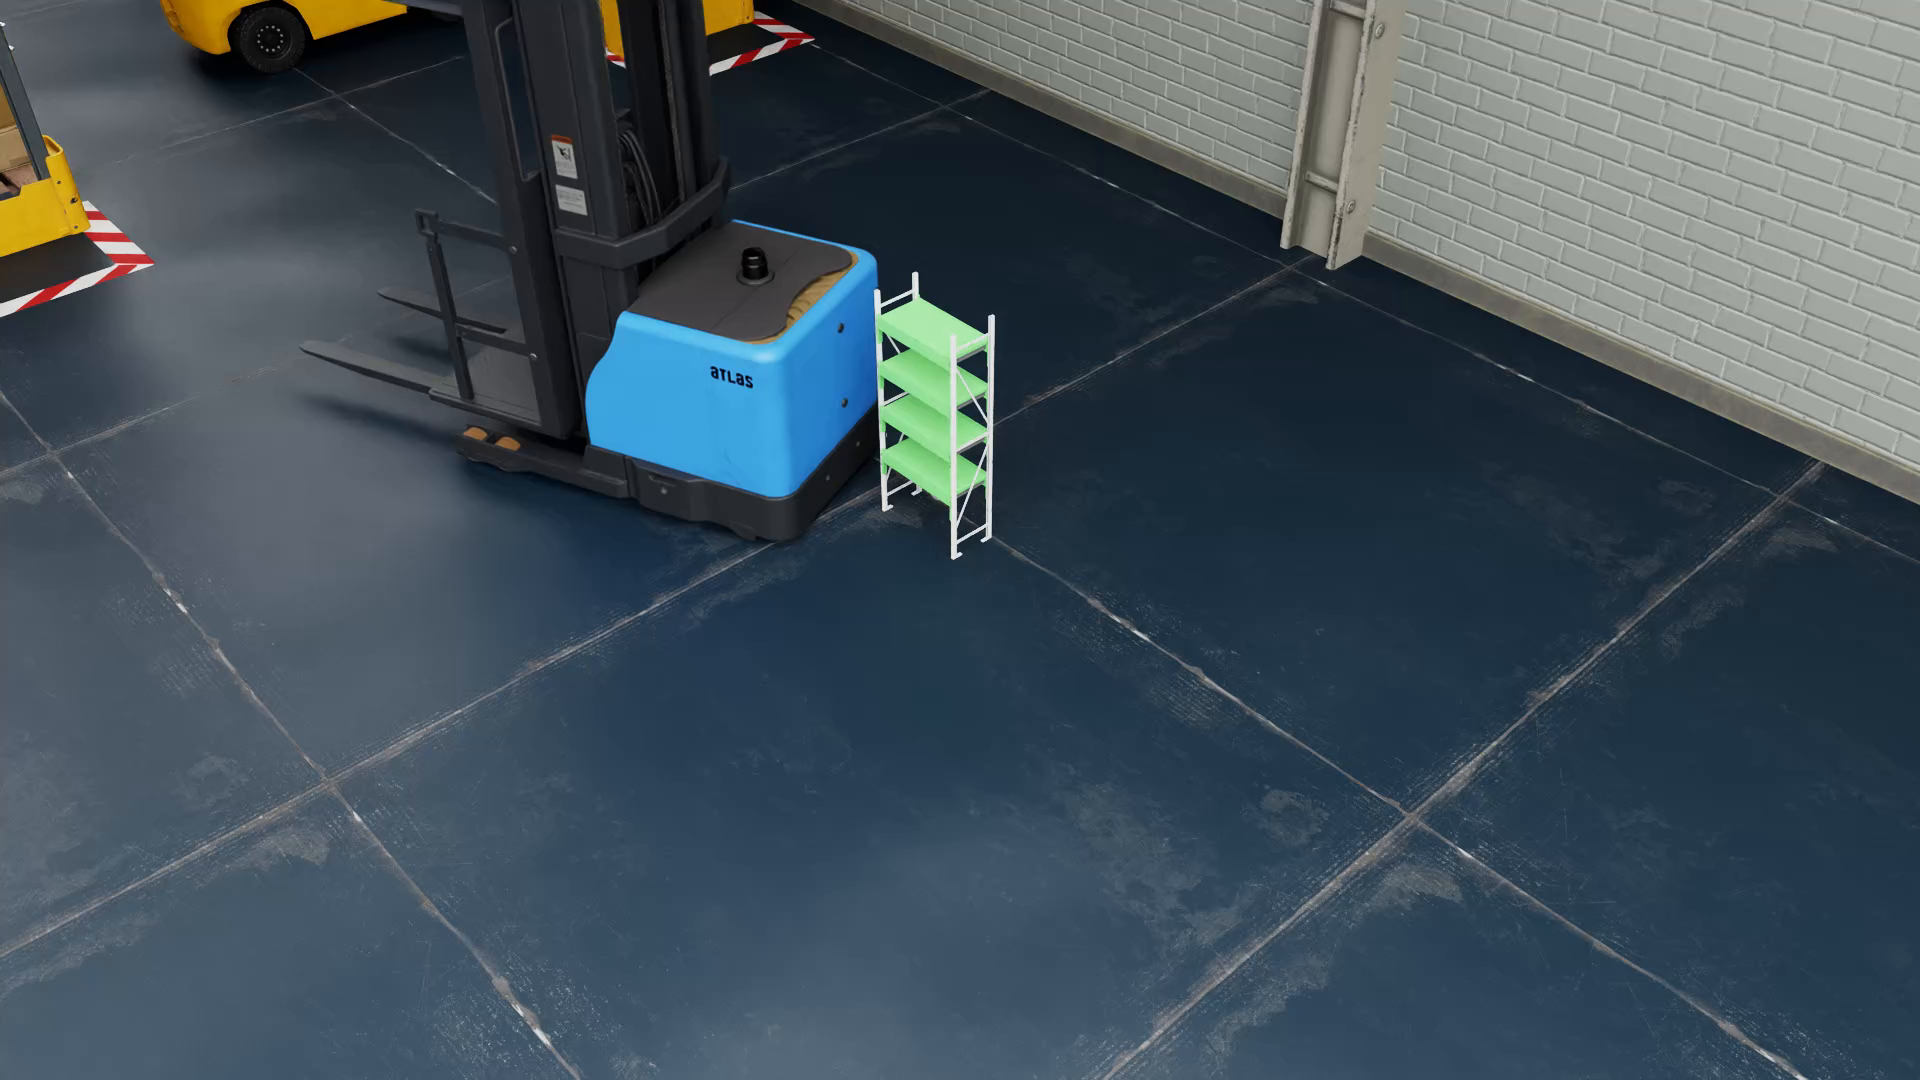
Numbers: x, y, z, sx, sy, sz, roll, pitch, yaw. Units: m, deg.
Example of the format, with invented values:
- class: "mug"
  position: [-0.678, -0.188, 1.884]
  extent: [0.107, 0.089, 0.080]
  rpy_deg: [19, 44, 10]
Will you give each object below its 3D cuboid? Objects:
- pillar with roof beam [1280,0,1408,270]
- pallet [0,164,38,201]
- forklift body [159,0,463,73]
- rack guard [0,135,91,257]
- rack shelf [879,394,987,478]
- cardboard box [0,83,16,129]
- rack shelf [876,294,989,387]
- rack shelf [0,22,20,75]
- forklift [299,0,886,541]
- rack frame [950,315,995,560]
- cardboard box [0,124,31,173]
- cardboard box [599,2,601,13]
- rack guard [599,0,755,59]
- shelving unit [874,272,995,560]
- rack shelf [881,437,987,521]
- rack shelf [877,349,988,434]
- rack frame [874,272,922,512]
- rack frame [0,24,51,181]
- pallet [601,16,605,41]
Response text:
- class: "pillar with roof beam"
  position: [-1.019, -3.400, 4.798]
  extent: [9.100, 9.000, 0.400]
  rpy_deg: [-30, 48, -32]
- class: "pallet"
  position: [-6.328, -2.198, 10.303]
  extent: [1.003, 0.211, 1.213]
  rpy_deg: [-30, 48, -32]
- class: "forklift body"
  position: [-4.726, -4.739, 11.906]
  extent: [2.313, 2.155, 1.214]
  rpy_deg: [-30, 48, -32]
- class: "rack guard"
  position: [-5.804, -1.919, 9.728]
  extent: [1.175, 0.500, 0.348]
  rpy_deg: [-30, 48, -32]
- class: "rack shelf"
  position: [-0.112, -0.494, 7.508]
  extent: [0.258, 0.148, 0.480]
  rpy_deg: [-30, 48, -32]
- class: "cardboard box"
  position: [-6.111, -2.743, 10.017]
  extent: [0.500, 0.500, 0.500]
  rpy_deg: [-32, 49, -33]
- class: "rack shelf"
  position: [-0.112, -0.867, 7.206]
  extent: [0.258, 0.148, 0.480]
  rpy_deg: [-30, 48, -32]
- class: "rack shelf"
  position: [-7.106, -3.502, 10.271]
  extent: [1.077, 0.370, 4.000]
  rpy_deg: [-30, 48, -32]
- class: "forklift"
  position: [-1.927, -1.759, 7.595]
  extent: [3.031, 2.935, 1.130]
  rpy_deg: [16, 42, 19]
- class: "rack frame"
  position: [0.053, -0.430, 7.328]
  extent: [0.240, 1.200, 0.015]
  rpy_deg: [-30, 48, -32]
- class: "cardboard box"
  position: [-6.095, -2.441, 10.239]
  extent: [0.500, 0.250, 0.500]
  rpy_deg: [-30, 48, -32]
- class: "cardboard box"
  position: [-2.650, -4.144, 12.348]
  extent: [0.500, 0.250, 0.500]
  rpy_deg: [-30, 47, -31]
- class: "rack guard"
  position: [-2.083, -3.984, 12.285]
  extent: [1.175, 0.500, 0.348]
  rpy_deg: [-30, 48, -32]
- class: "shelving unit"
  position: [-0.112, -0.543, 7.468]
  extent: [0.258, 1.200, 0.503]
  rpy_deg: [-30, 48, -32]
- class: "rack shelf"
  position: [-0.112, -0.307, 7.659]
  extent: [0.258, 0.148, 0.480]
  rpy_deg: [-30, 48, -32]
- class: "rack shelf"
  position: [-0.112, -0.680, 7.357]
  extent: [0.258, 0.148, 0.480]
  rpy_deg: [-30, 48, -32]
- class: "rack frame"
  position: [-0.277, -0.656, 7.608]
  extent: [0.240, 1.200, 0.015]
  rpy_deg: [-30, 48, -32]
- class: "rack frame"
  position: [-5.753, -2.856, 8.899]
  extent: [1.000, 3.000, 0.127]
  rpy_deg: [-30, 48, -32]
- class: "pallet"
  position: [-2.647, -4.219, 12.805]
  extent: [1.003, 0.211, 1.213]
  rpy_deg: [-30, 48, -32]
